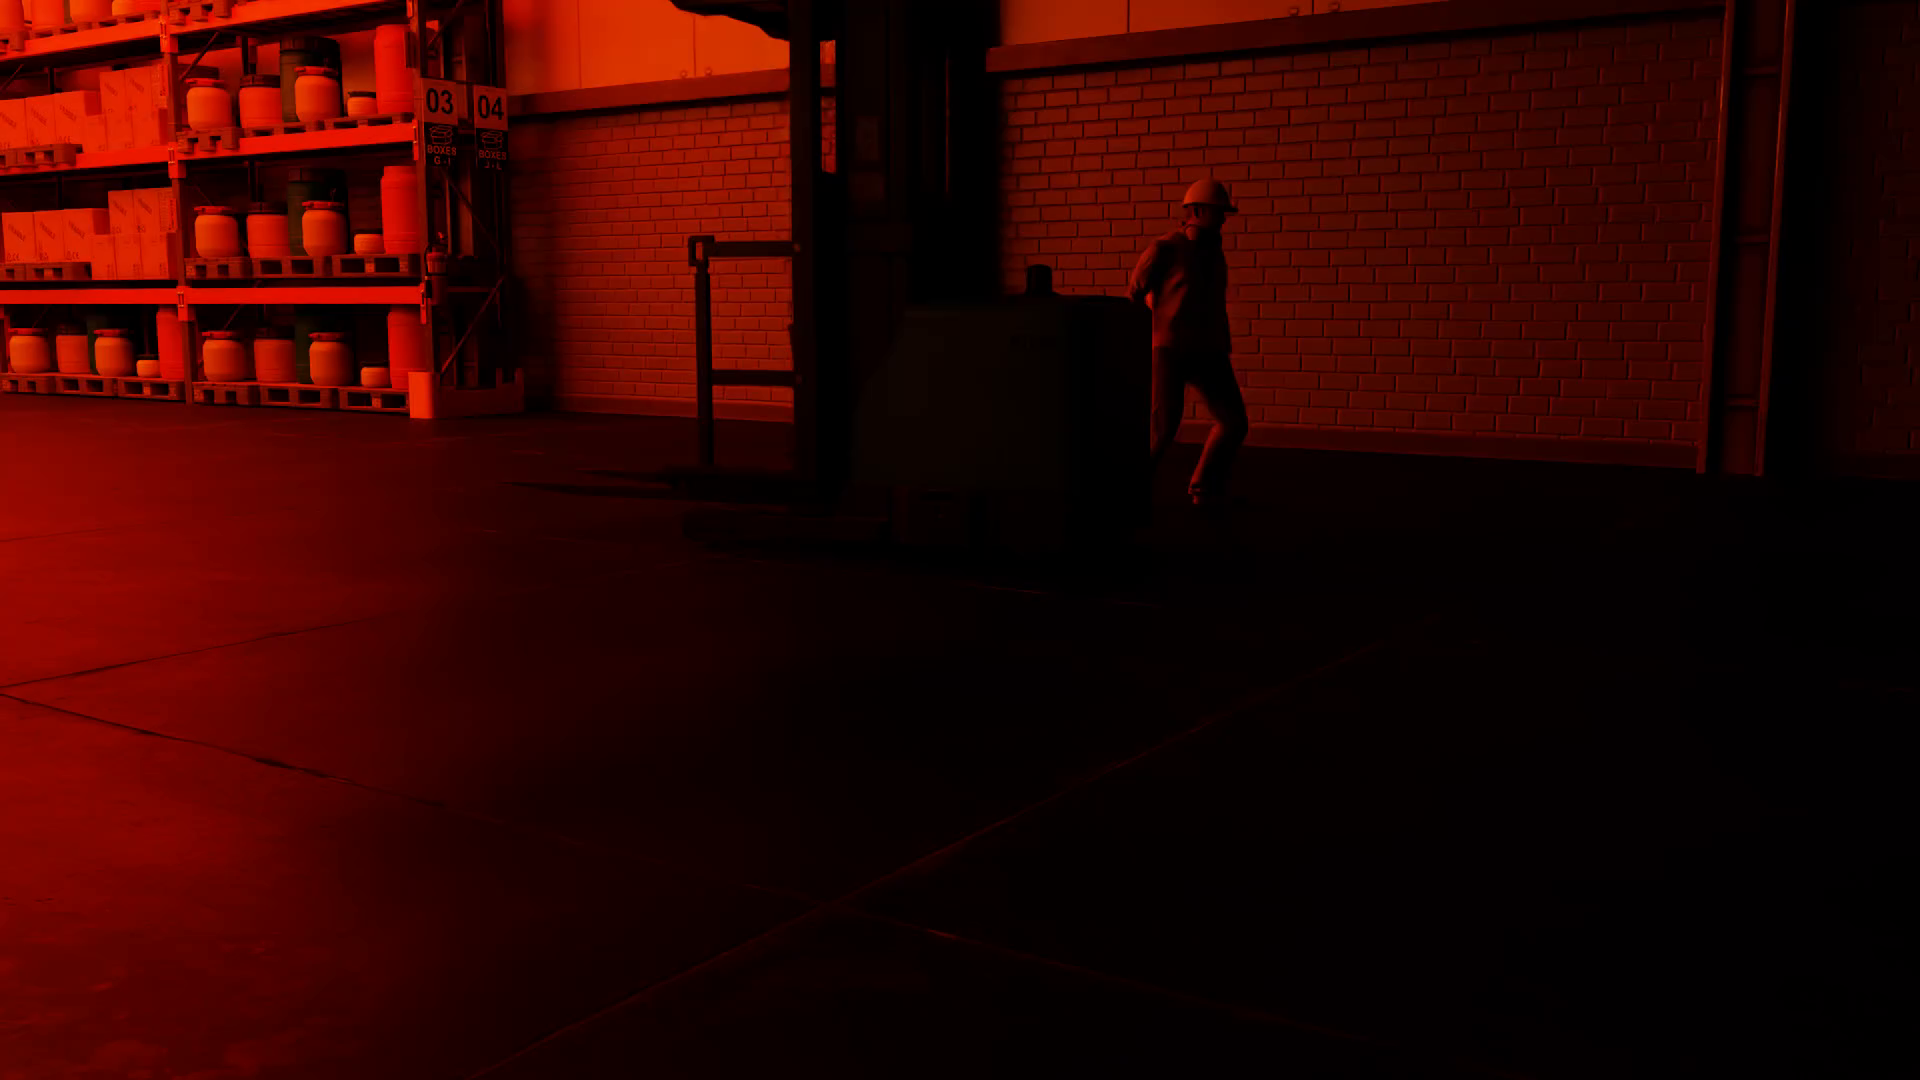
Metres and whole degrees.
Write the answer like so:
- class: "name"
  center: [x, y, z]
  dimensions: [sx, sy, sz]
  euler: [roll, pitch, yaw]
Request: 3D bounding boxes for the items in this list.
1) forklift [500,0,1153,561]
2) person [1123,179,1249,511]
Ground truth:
- class: "forklift"
  center: [-0.691, -1.475, 7.564]
  dimensions: [3.031, 2.935, 1.130]
  euler: [3, 9, 22]
- class: "person"
  center: [1.117, -0.986, 8.651]
  dimensions: [0.854, 1.745, 0.486]
  euler: [-5, 9, -29]
